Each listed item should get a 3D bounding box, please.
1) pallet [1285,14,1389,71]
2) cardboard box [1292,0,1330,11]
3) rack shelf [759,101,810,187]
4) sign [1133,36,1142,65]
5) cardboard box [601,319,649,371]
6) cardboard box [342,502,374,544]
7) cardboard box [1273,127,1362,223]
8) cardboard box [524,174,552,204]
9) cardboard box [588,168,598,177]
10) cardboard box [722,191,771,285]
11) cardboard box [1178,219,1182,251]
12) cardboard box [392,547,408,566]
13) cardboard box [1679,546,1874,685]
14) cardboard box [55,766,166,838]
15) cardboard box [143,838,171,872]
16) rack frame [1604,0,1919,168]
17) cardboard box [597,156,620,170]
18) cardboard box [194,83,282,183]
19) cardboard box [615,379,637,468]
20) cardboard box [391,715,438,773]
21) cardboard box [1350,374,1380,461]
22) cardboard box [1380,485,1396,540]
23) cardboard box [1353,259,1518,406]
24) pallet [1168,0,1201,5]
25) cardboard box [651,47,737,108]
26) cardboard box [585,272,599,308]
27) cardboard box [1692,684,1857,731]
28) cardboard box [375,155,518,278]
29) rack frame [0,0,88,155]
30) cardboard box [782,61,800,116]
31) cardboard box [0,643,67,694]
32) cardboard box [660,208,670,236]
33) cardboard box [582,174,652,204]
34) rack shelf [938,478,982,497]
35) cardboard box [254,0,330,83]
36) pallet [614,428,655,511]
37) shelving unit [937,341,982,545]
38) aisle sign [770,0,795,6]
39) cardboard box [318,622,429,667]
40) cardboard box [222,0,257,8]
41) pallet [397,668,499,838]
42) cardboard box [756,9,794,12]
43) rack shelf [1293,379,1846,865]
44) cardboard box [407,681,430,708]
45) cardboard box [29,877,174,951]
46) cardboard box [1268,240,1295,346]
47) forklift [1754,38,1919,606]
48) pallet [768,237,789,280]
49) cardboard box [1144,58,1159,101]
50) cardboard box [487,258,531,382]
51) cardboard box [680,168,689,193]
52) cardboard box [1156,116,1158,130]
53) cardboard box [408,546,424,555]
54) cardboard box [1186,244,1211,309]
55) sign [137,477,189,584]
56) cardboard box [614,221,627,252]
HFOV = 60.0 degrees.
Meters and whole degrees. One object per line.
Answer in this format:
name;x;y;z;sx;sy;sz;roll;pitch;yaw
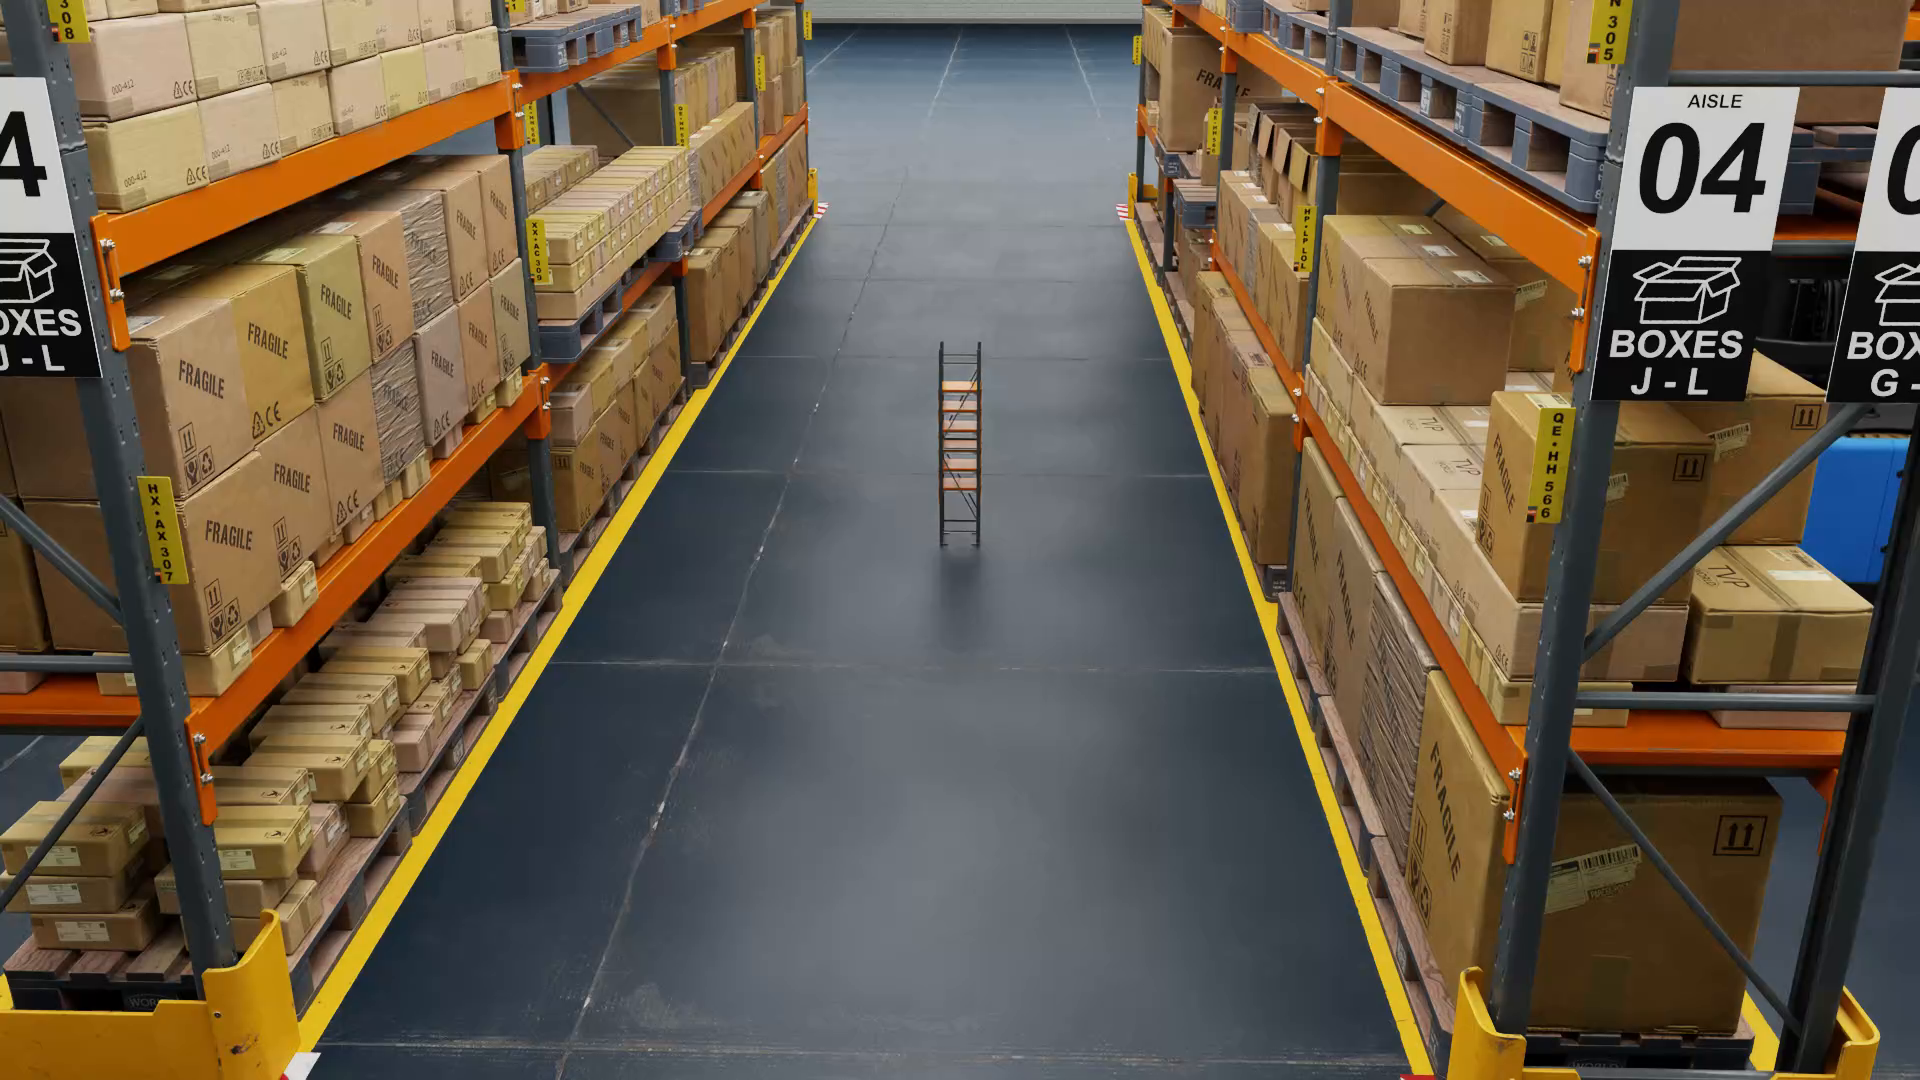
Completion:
pallet;2.232;-2.625;8.764;0.805;0.209;1.217;0;21;-1
cardboard box;2.334;-3.333;9.603;0.797;0.503;0.637;0;21;1
rack shelf;-2.397;-4.355;18.100;1.077;0.370;4.000;1;21;2
sign;2.076;-5.732;19.458;0.100;0.325;0.005;1;21;2
cardboard box;-2.374;-1.284;11.031;0.500;0.250;0.500;1;21;3
cardboard box;-2.518;-0.096;6.476;0.380;0.149;0.250;0;21;1
cardboard box;2.300;-2.202;10.031;0.797;0.503;0.637;1;21;3
cardboard box;-2.826;-2.237;10.591;0.380;0.149;0.250;1;21;3
cardboard box;-2.795;-2.566;11.850;0.380;0.149;0.250;2;21;4
cardboard box;-2.387;-2.889;15.856;1.050;0.750;0.750;1;21;1
cardboard box;2.558;-3.258;17.153;0.500;0.500;0.500;8;22;19
cardboard box;-2.945;0.095;8.176;0.380;0.149;0.250;0;21;1
cardboard box;2.416;0.224;5.102;0.500;0.250;0.500;0;21;0
cardboard box;-2.995;0.943;5.989;0.380;0.149;0.250;1;21;3
cardboard box;-3.031;1.078;6.052;0.380;0.149;0.250;0;21;0
rack frame;2.131;-2.334;3.604;1.000;3.000;0.127;1;21;2
cardboard box;-2.835;-2.733;12.788;0.500;0.500;0.500;1;21;2
cardboard box;-2.534;-1.307;5.310;0.500;0.250;0.500;1;21;3
cardboard box;-2.397;-0.750;10.690;0.500;0.500;0.500;1;21;3
cardboard box;-2.436;0.860;7.026;0.380;0.149;0.250;0;21;-1
cardboard box;1.947;-0.518;7.013;0.500;0.250;0.500;1;21;3
cardboard box;1.860;-0.105;6.500;0.380;0.149;0.250;1;21;3
cardboard box;1.949;-0.865;6.872;0.500;0.500;0.500;0;21;0
pallet;2.343;-4.590;13.824;1.213;0.211;1.003;1;21;2
cardboard box;-2.467;-4.300;15.445;0.700;0.500;0.500;0;21;1
cardboard box;-2.227;-1.391;9.234;0.380;0.149;0.250;1;21;2
cardboard box;2.472;0.455;5.056;0.380;0.149;0.250;1;21;2
cardboard box;-2.446;-1.553;7.953;0.500;0.500;0.500;0;21;0
rack frame;-2.823;-2.425;3.839;1.000;3.000;0.127;1;21;2
cardboard box;-2.297;-5.149;18.946;0.875;0.550;0.550;1;21;2
cardboard box;-3.096;0.368;5.281;0.380;0.149;0.250;1;21;2
cardboard box;-2.163;-2.143;11.173;0.380;0.149;0.250;0;21;1
cardboard box;-2.178;-2.227;10.566;0.380;0.149;0.250;2;21;4
rack shelf;0.000;-0.299;9.928;0.258;0.103;0.180;1;21;2
cardboard box;-2.508;-1.717;5.677;0.500;0.250;0.500;1;21;2
pallet;-2.645;-0.498;11.021;1.003;0.211;1.213;1;21;2
shelving unit;0.000;-0.565;9.825;0.258;1.200;0.189;1;21;2
aisle sign;-2.035;-6.648;19.421;0.394;0.787;0.004;1;21;2
cardboard box;-2.535;0.474;7.199;0.380;0.149;0.250;1;21;2
cardboard box;-2.471;-1.767;5.256;0.380;0.149;0.250;1;21;2
pallet;-2.721;0.911;7.389;1.003;0.211;1.213;1;21;2
cardboard box;-2.387;-5.853;19.267;0.875;0.550;0.550;1;21;2
rack shelf;2.192;0.075;6.683;1.077;0.370;4.000;1;21;2
cardboard box;-2.553;0.607;7.267;0.380;0.149;0.250;2;21;4
cardboard box;-3.016;1.312;5.860;0.380;0.149;0.250;1;21;3
cardboard box;2.016;-1.381;9.303;0.500;0.500;0.500;1;21;3
forklift;4.757;-1.398;9.580;1.130;2.935;3.031;1;21;3
pallet;-2.357;-2.941;17.317;1.003;0.211;1.213;1;21;2
cardboard box;2.574;-5.309;19.015;0.875;0.500;0.500;1;21;2
cardboard box;-2.434;-1.082;8.121;0.500;0.500;0.500;1;21;2
cardboard box;-2.140;-2.554;11.821;0.380;0.149;0.250;1;21;3
cardboard box;2.269;-4.382;17.523;0.380;0.149;0.250;1;21;2
cardboard box;-2.950;0.140;8.470;0.380;0.149;0.250;1;21;2
cardboard box;2.406;-2.319;14.707;0.700;0.500;0.500;-1;21;-3
sign;-2.281;-0.026;4.752;0.100;0.325;0.005;1;21;2
cardboard box;-2.203;-1.808;9.897;0.380;0.149;0.250;1;21;4
